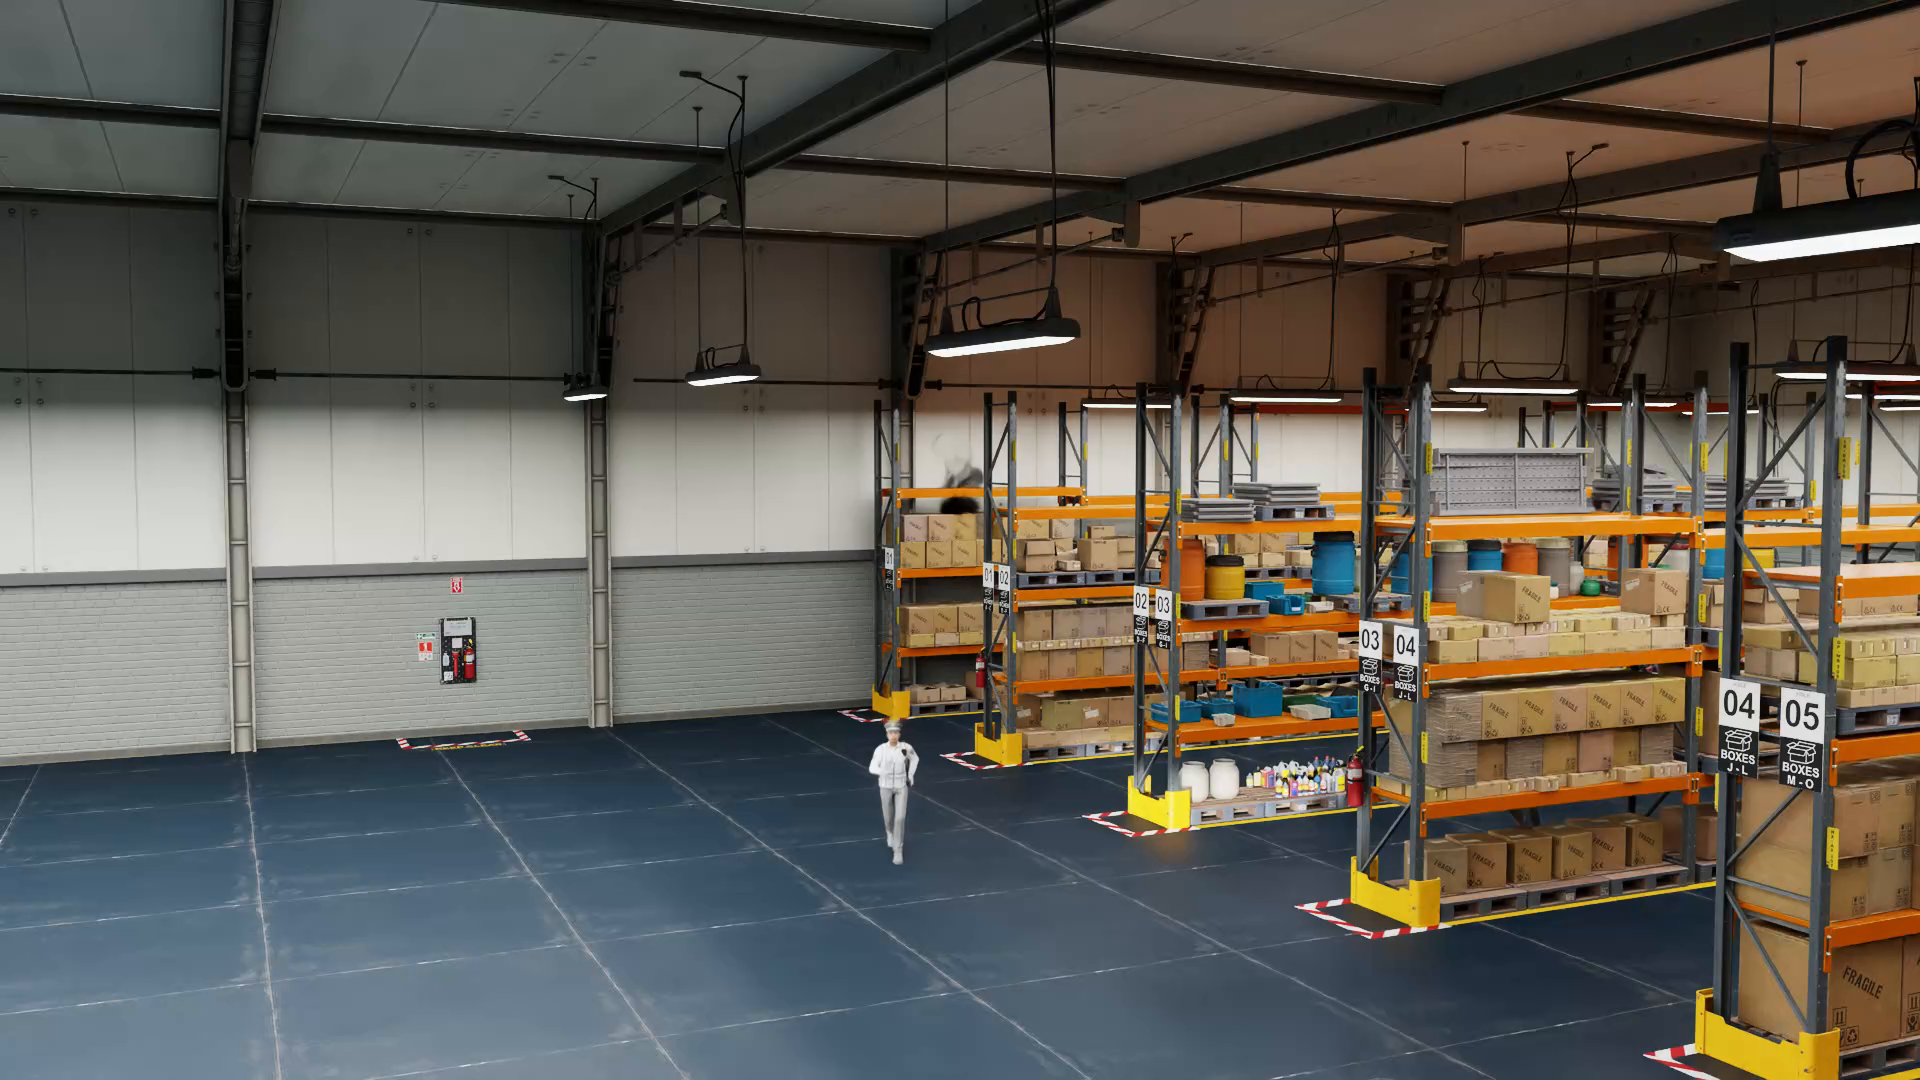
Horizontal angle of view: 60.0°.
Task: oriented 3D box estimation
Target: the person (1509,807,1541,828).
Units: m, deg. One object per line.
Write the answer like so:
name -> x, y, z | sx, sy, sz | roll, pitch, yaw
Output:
person -> 7.338, 3.074, 21.728 | 0.723, 1.613, 0.543 | -2, 4, -37

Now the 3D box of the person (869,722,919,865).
person -> -0.819, 3.091, 20.673 | 0.612, 1.701, 0.920 | 0, 3, -1
